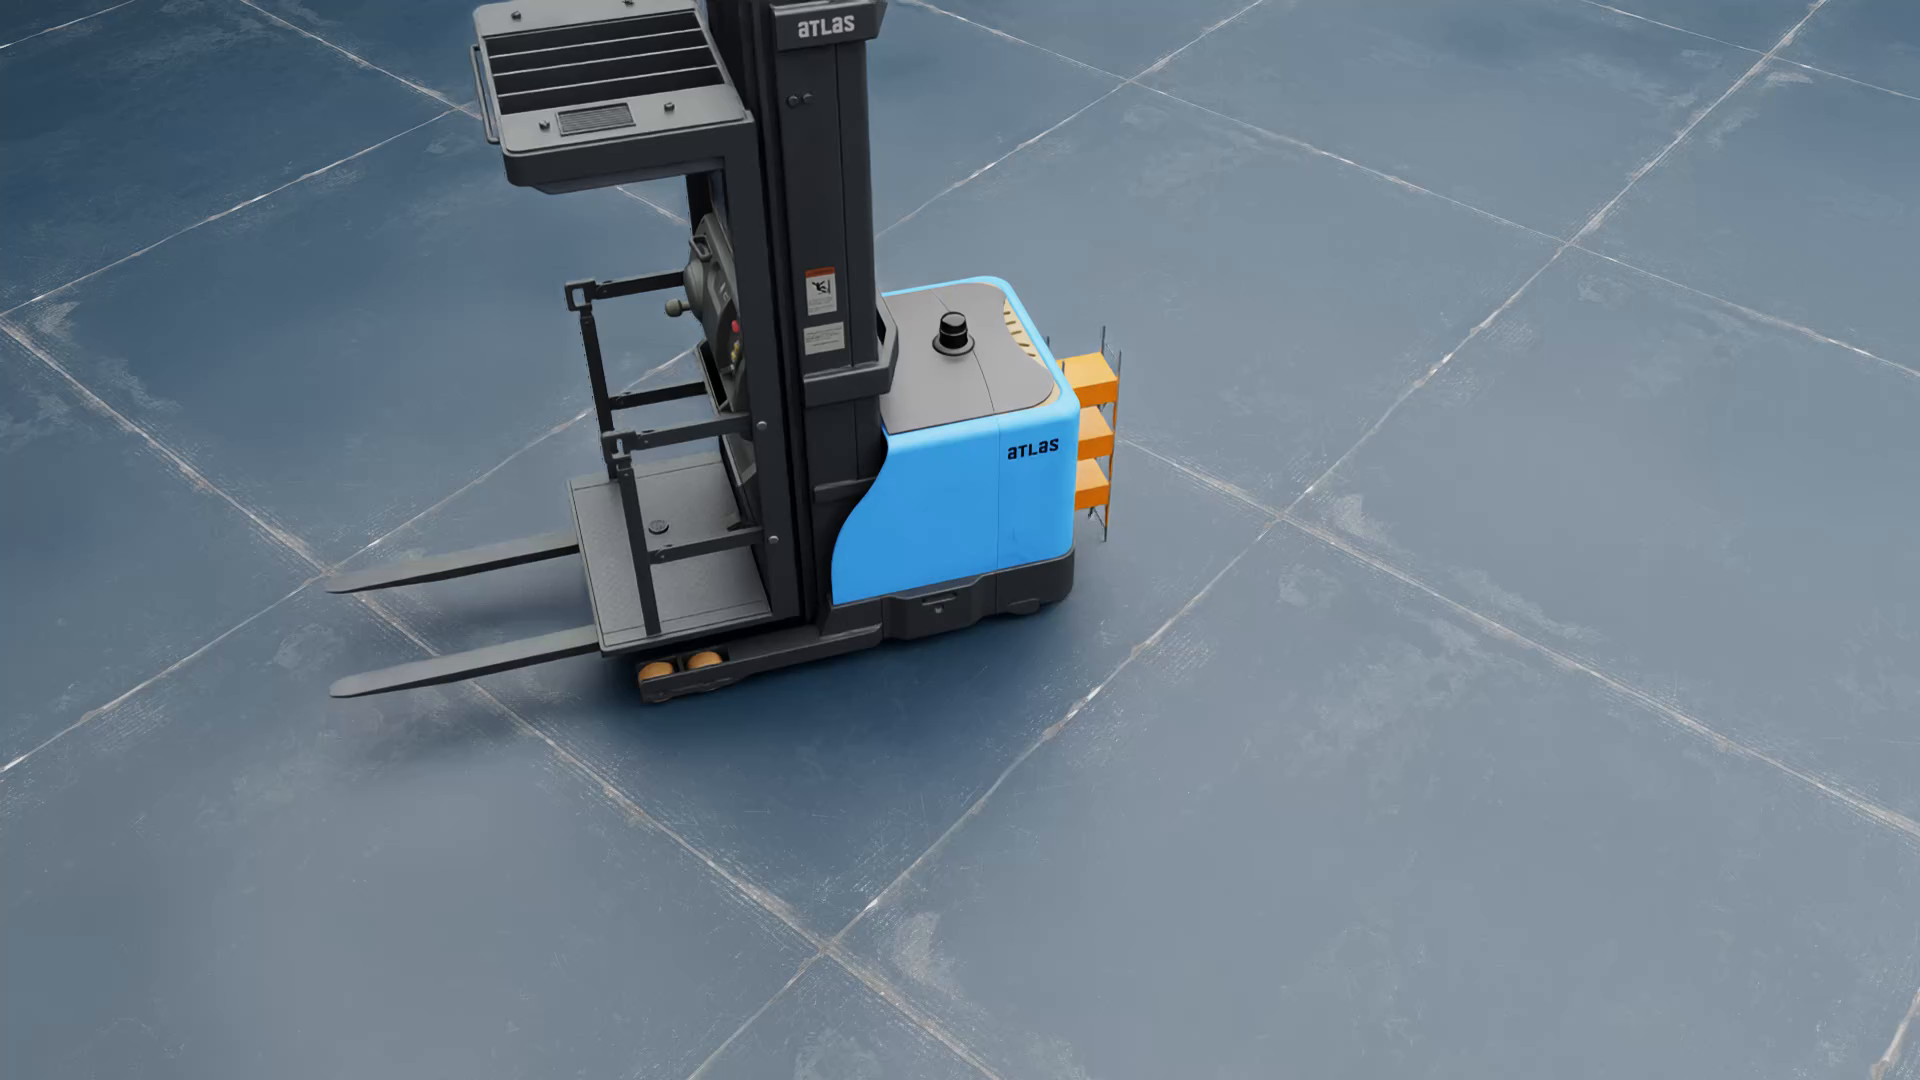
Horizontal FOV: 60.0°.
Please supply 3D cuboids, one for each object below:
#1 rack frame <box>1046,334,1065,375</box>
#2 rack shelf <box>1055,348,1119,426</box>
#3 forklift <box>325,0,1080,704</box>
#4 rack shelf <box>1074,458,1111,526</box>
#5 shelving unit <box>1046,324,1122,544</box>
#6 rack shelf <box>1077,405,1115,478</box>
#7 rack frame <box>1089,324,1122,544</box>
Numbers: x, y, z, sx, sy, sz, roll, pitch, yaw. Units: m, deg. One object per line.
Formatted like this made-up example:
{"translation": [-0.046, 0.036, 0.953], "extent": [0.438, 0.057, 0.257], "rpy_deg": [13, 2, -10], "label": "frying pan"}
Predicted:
{"translation": [0.388, -0.389, 7.079], "extent": [0.008, 1.050, 0.200], "rpy_deg": [-12, 44, -13], "label": "rack frame"}
{"translation": [0.505, -0.615, 6.922], "extent": [0.240, 0.259, 0.215], "rpy_deg": [-12, 44, -13], "label": "rack shelf"}
{"translation": [-1.092, -0.830, 6.166], "extent": [3.031, 2.935, 1.130], "rpy_deg": [-12, 44, -13], "label": "forklift"}
{"translation": [0.505, -0.200, 7.300], "extent": [0.240, 0.259, 0.215], "rpy_deg": [-12, 44, -13], "label": "rack shelf"}
{"translation": [0.505, -0.413, 7.106], "extent": [0.252, 1.050, 0.215], "rpy_deg": [-12, 44, -13], "label": "shelving unit"}
{"translation": [0.505, -0.405, 7.113], "extent": [0.240, 0.259, 0.215], "rpy_deg": [-12, 44, -13], "label": "rack shelf"}
{"translation": [0.621, -0.437, 7.133], "extent": [0.008, 1.050, 0.200], "rpy_deg": [-12, 44, -13], "label": "rack frame"}
